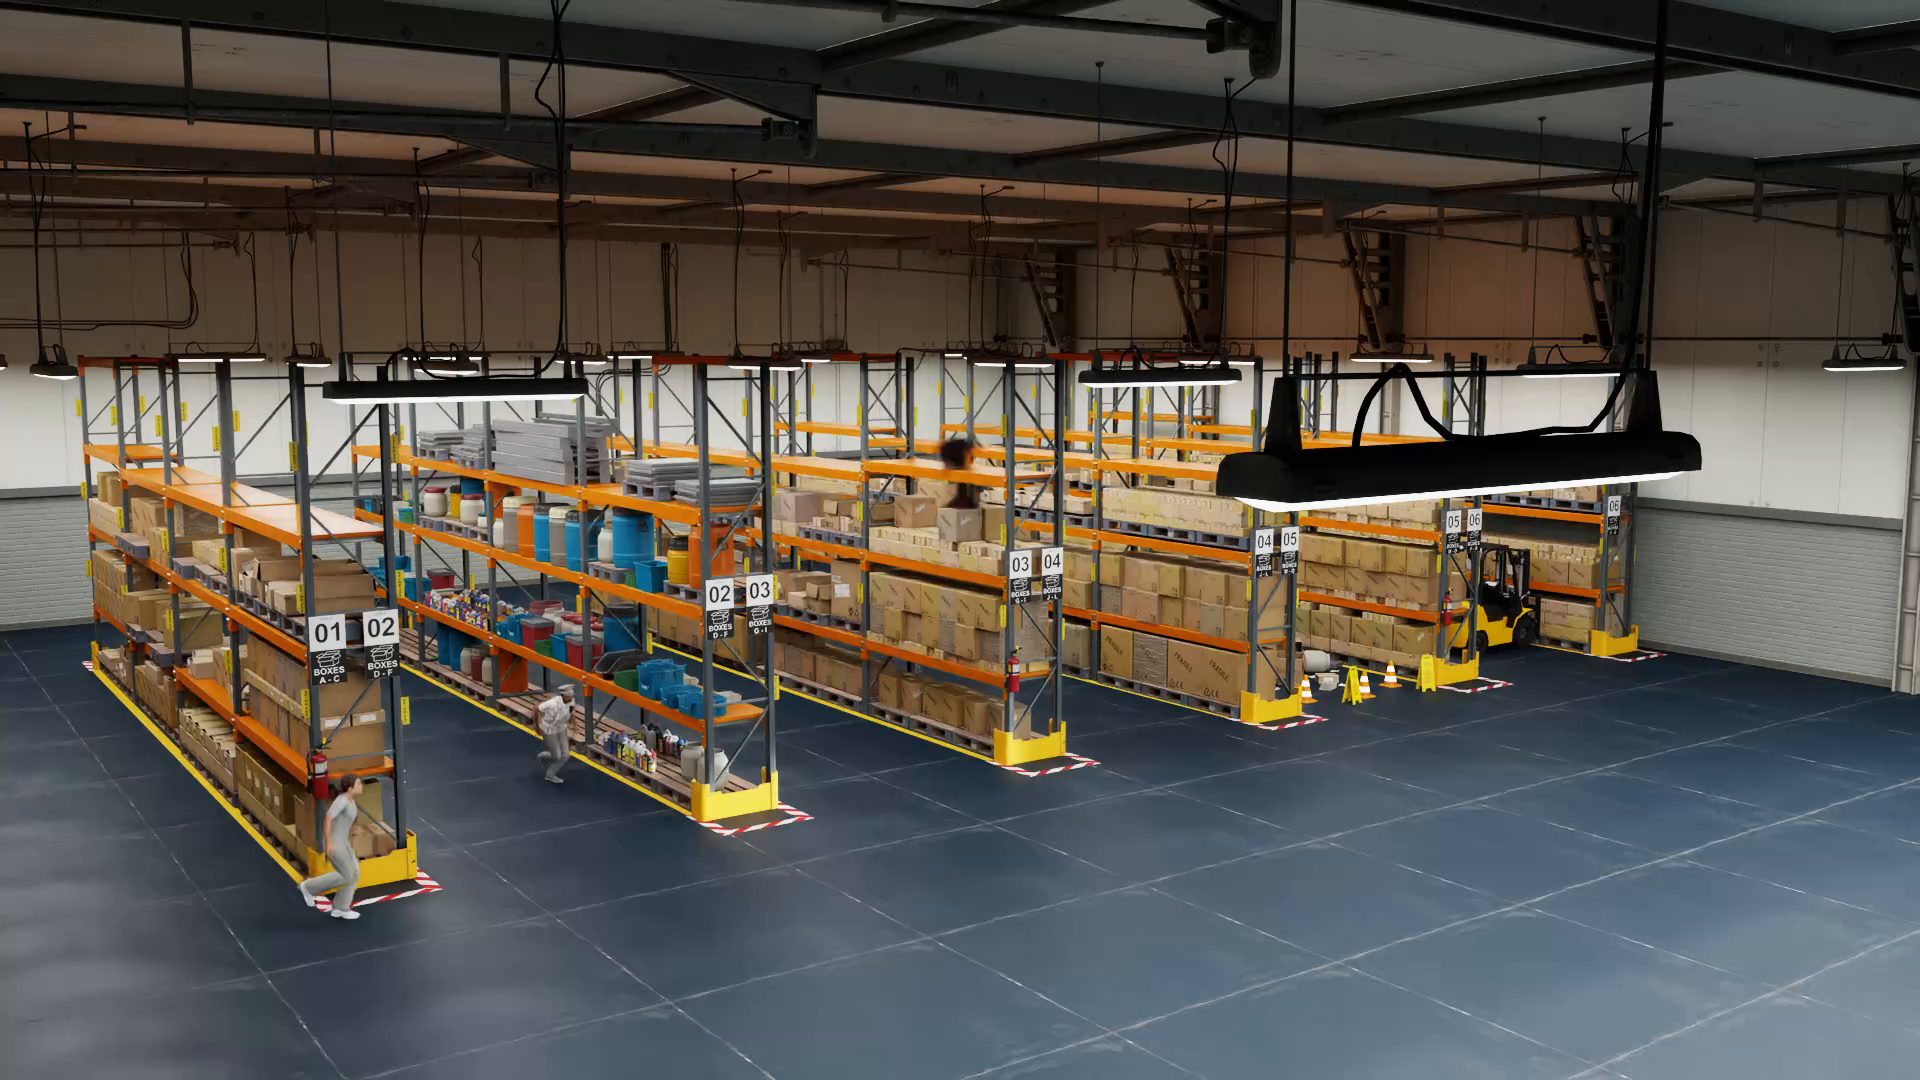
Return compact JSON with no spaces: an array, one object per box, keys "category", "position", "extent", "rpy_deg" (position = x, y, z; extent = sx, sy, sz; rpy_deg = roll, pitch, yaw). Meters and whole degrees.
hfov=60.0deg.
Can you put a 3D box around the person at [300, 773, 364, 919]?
[{"category":"person","position":[-6.870,3.346,18.210],"extent":[0.696,1.602,0.555],"rpy_deg":[-1,7,-11]}]

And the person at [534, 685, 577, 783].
[{"category":"person","position":[-5.770,2.753,23.630],"extent":[0.817,1.481,0.595],"rpy_deg":[6,9,42]}]

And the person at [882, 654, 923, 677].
[{"category":"person","position":[-1.059,1.705,31.440],"extent":[1.044,1.716,0.743],"rpy_deg":[5,9,38]}]
